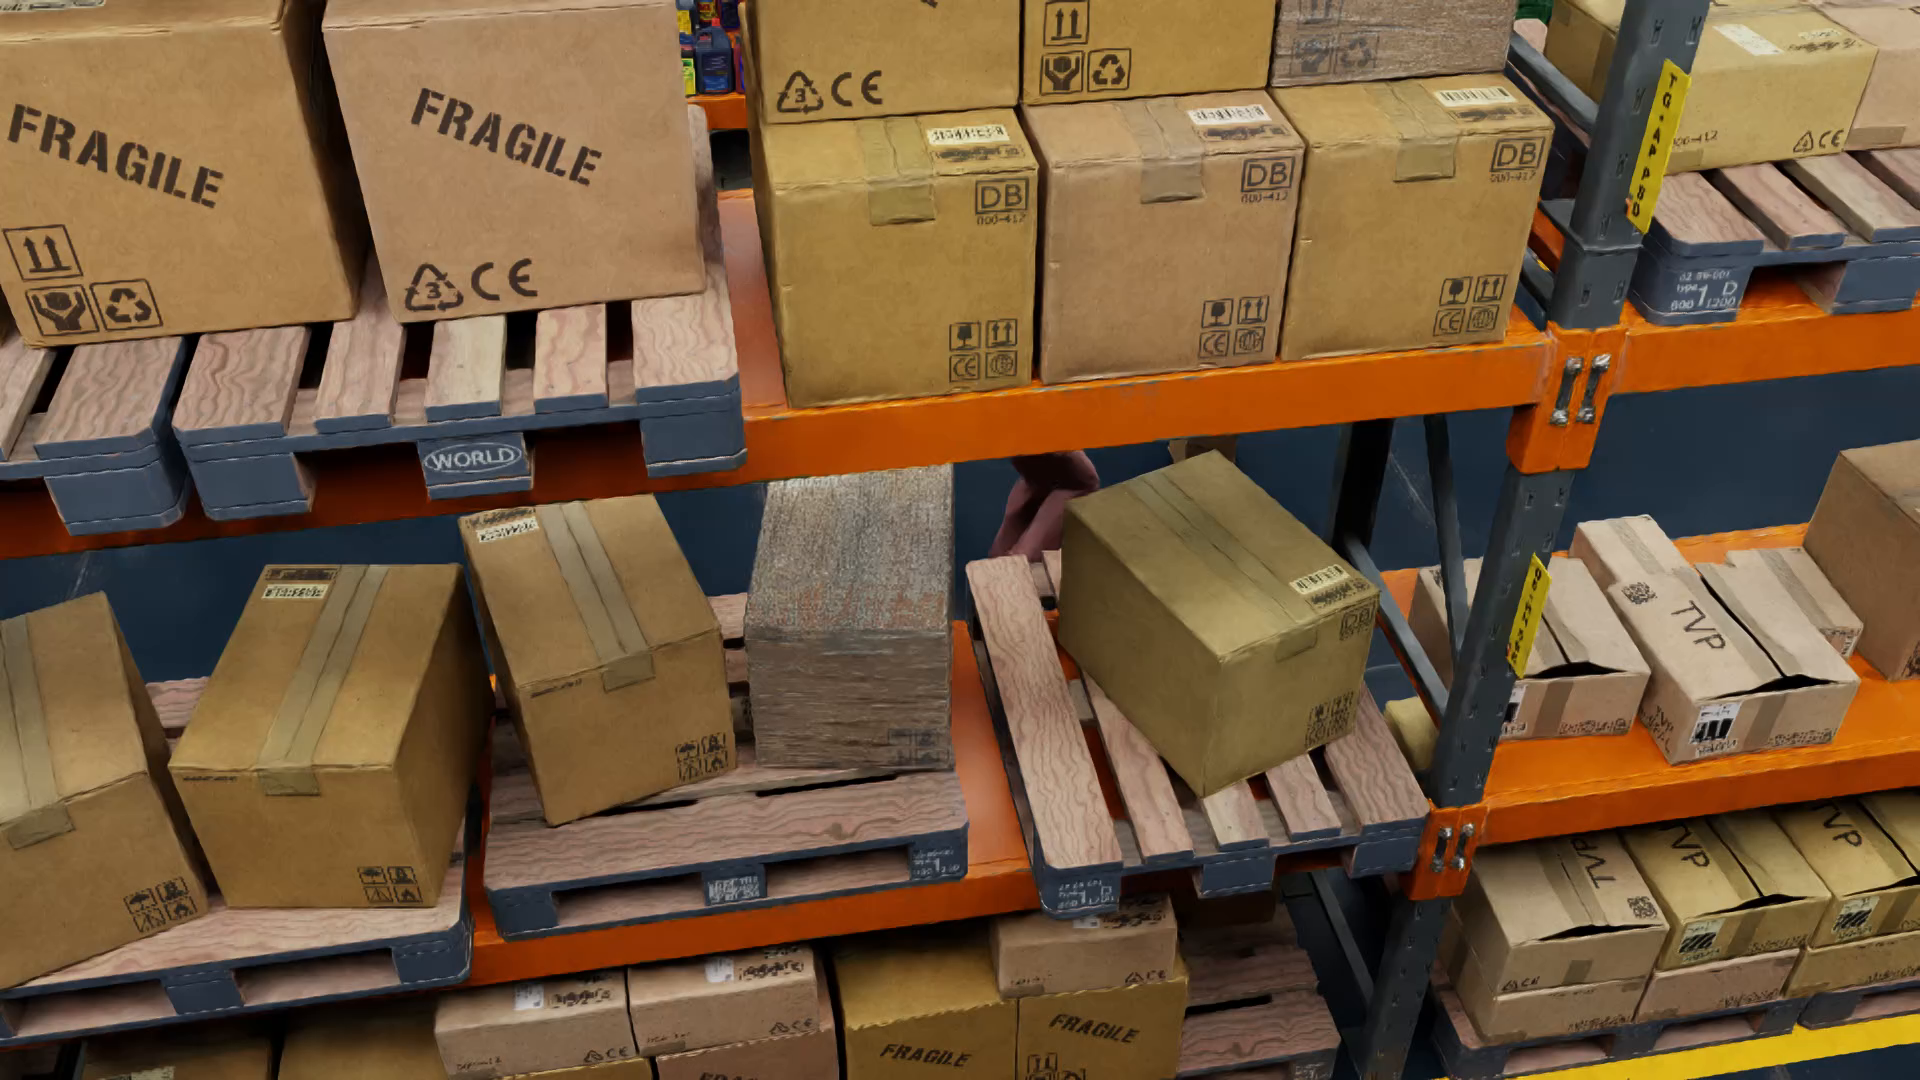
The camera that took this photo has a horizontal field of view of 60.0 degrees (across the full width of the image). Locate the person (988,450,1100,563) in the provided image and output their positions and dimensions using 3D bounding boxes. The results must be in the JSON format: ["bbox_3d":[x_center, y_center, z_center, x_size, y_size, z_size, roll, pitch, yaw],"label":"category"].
[{"bbox_3d":[0.282,-0.496,6.803,0.468,1.633,0.609,-15,41,-17],"label":"person"}]
